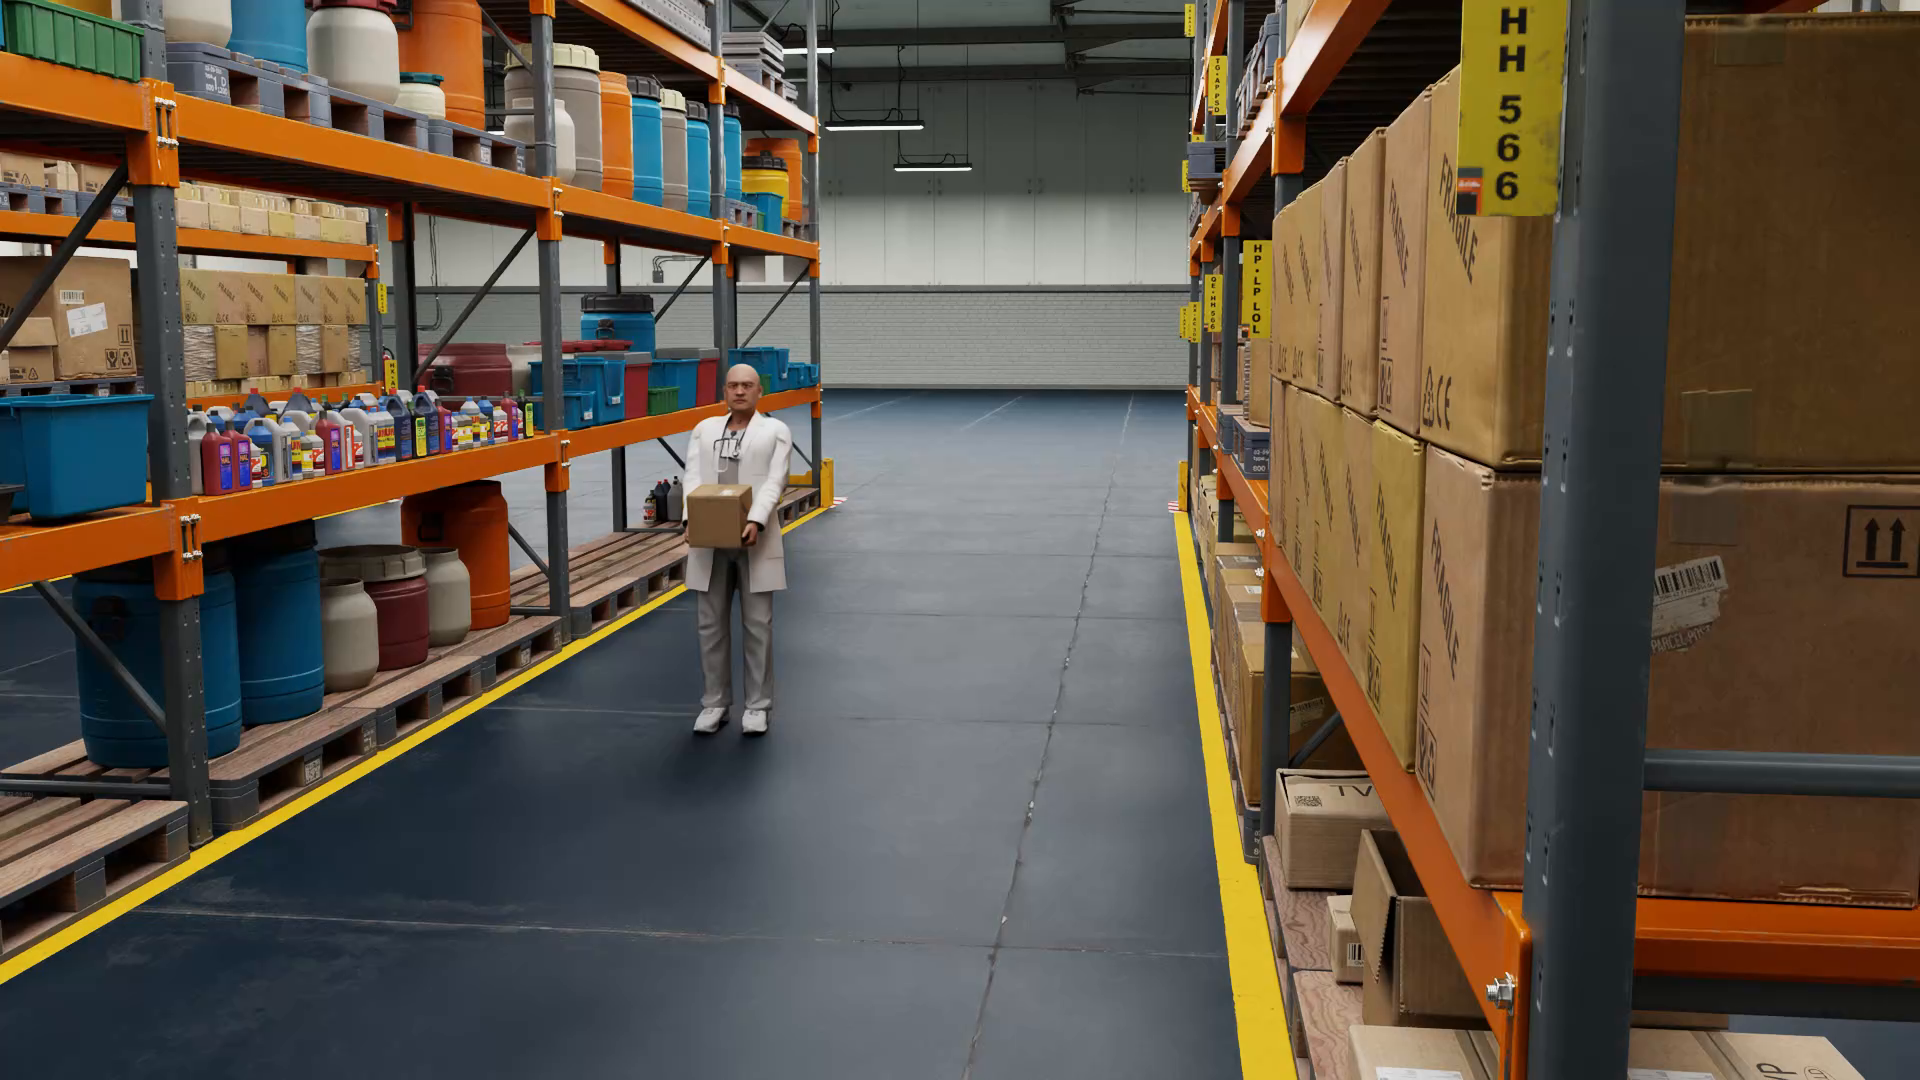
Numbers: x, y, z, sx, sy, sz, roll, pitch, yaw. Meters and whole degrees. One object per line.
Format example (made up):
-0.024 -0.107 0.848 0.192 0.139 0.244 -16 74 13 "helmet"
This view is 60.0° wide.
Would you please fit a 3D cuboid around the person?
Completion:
-1.094 0.045 8.024 0.528 1.771 0.563 1 7 7 "person"
